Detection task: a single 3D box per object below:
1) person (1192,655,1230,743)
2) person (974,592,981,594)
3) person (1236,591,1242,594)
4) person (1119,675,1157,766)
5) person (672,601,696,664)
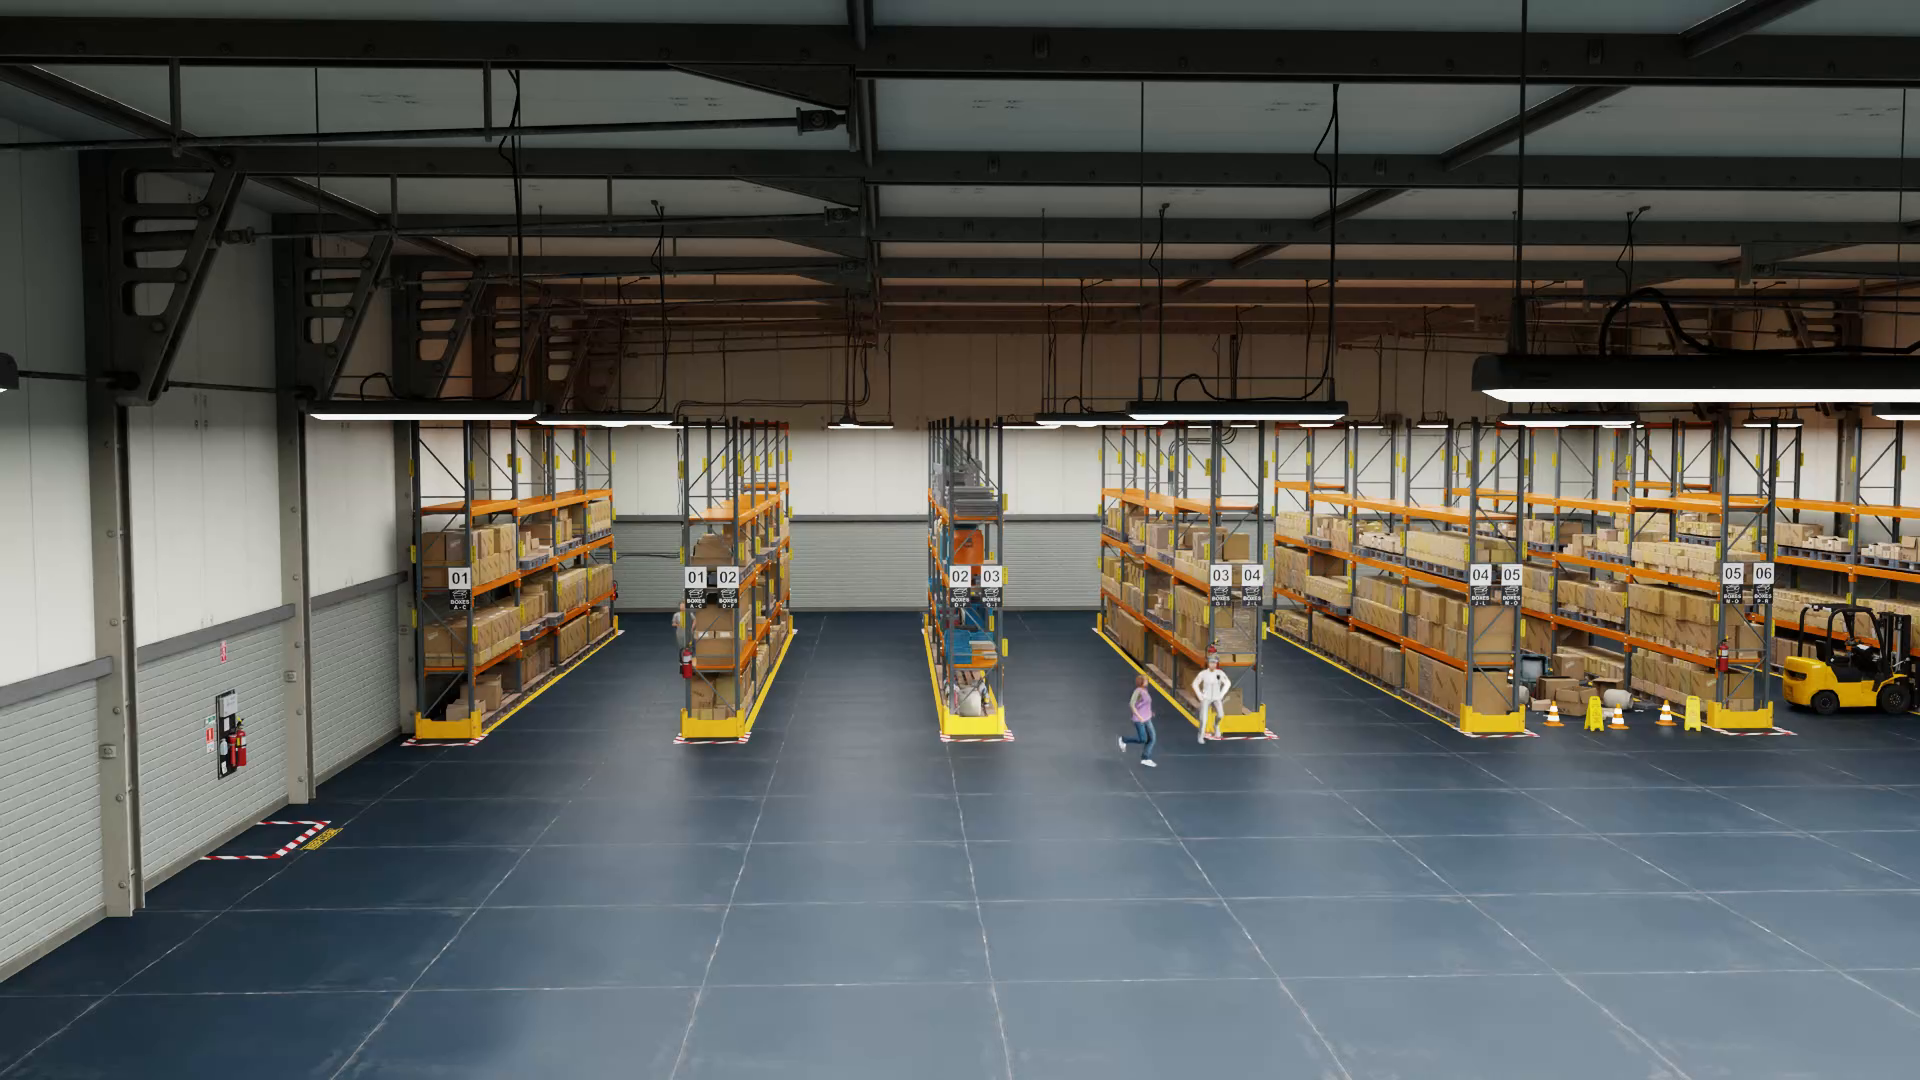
[{"bbox_3d":[4.640,2.943,30.565,0.712,1.656,0.513,0,4,-4],"label":"person"},{"bbox_3d":[0.352,1.661,49.017,0.692,1.735,0.733,1,4,10],"label":"person"},{"bbox_3d":[8.089,1.730,48.673,0.554,1.658,0.761,-1,4,-16],"label":"person"},{"bbox_3d":[3.073,3.096,28.613,0.677,1.559,0.543,3,4,34],"label":"person"},{"bbox_3d":[-6.591,2.307,39.666,0.546,1.725,0.741,0,4,-1],"label":"person"}]
